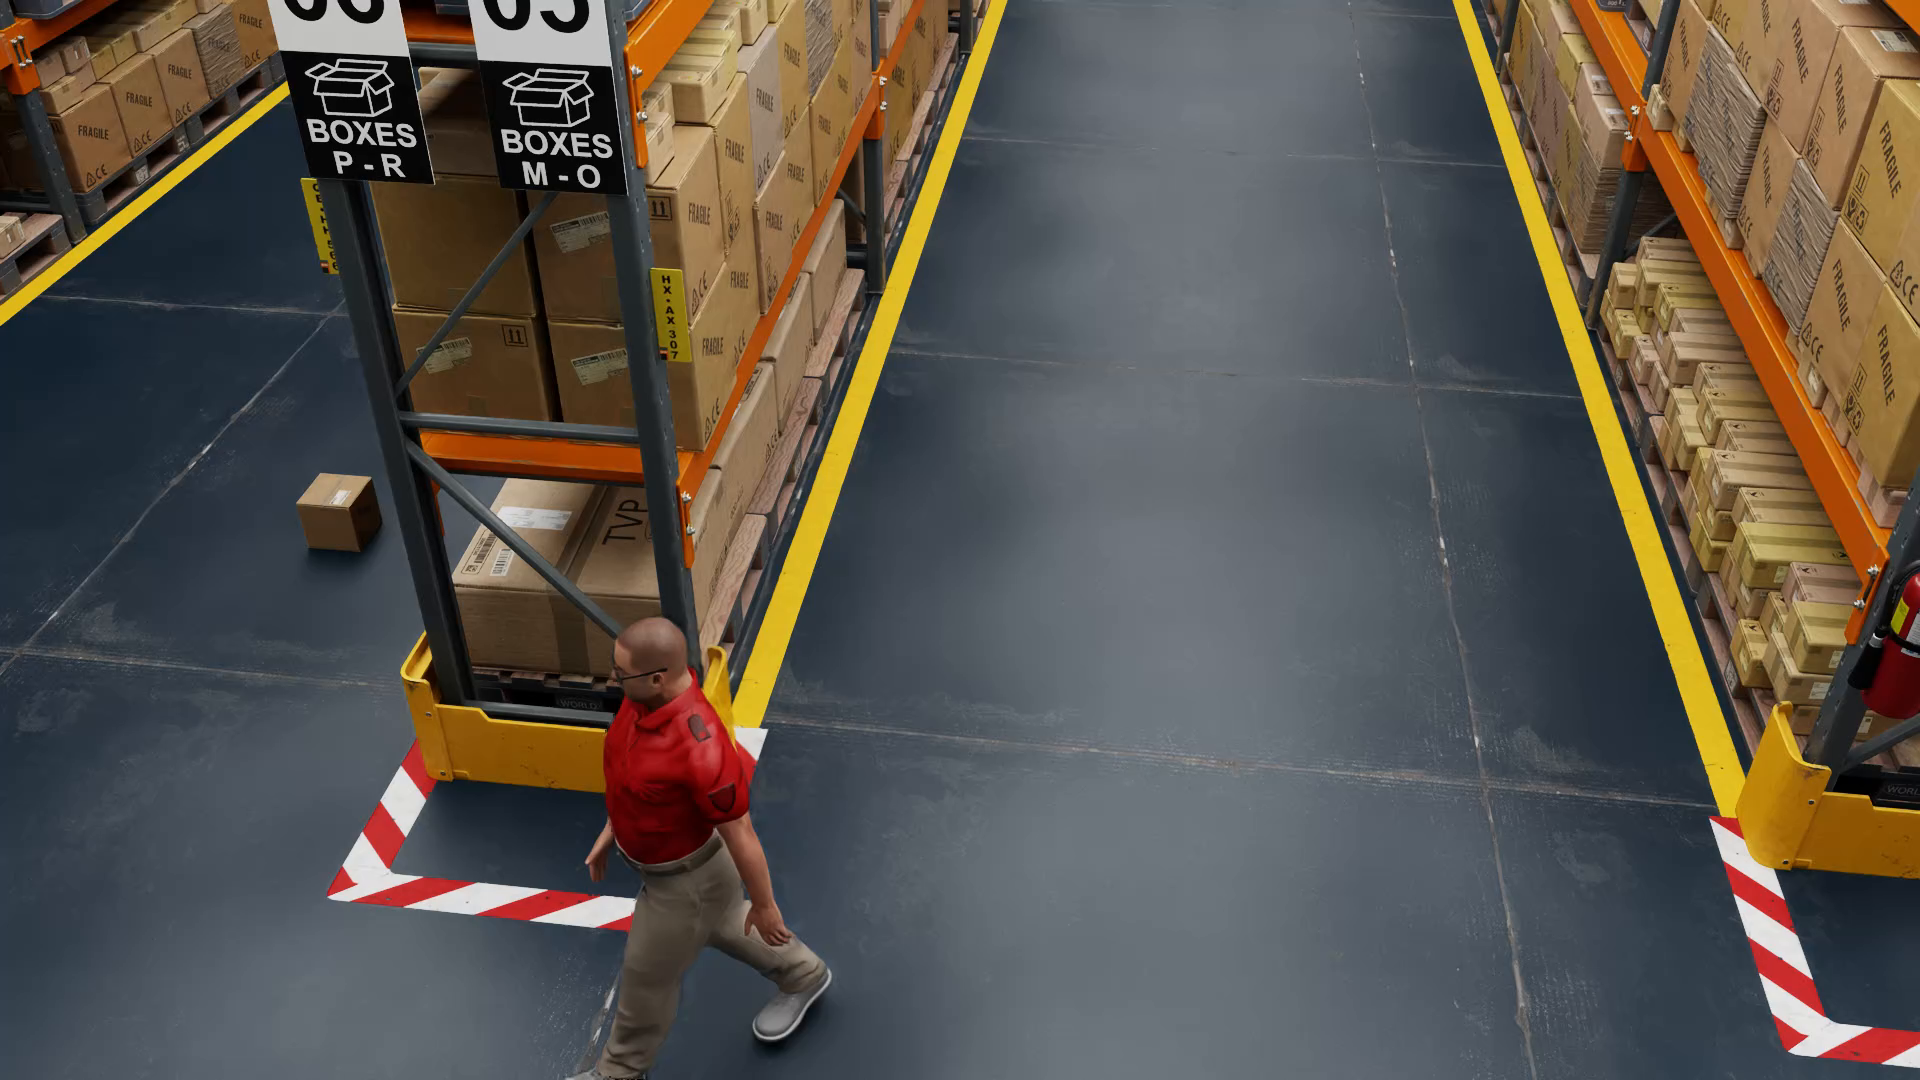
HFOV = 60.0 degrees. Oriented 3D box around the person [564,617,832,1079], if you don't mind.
[{"bbox_3d":[-0.862,0.947,4.851,0.984,1.668,0.623,-14,38,-18],"label":"person"}]
